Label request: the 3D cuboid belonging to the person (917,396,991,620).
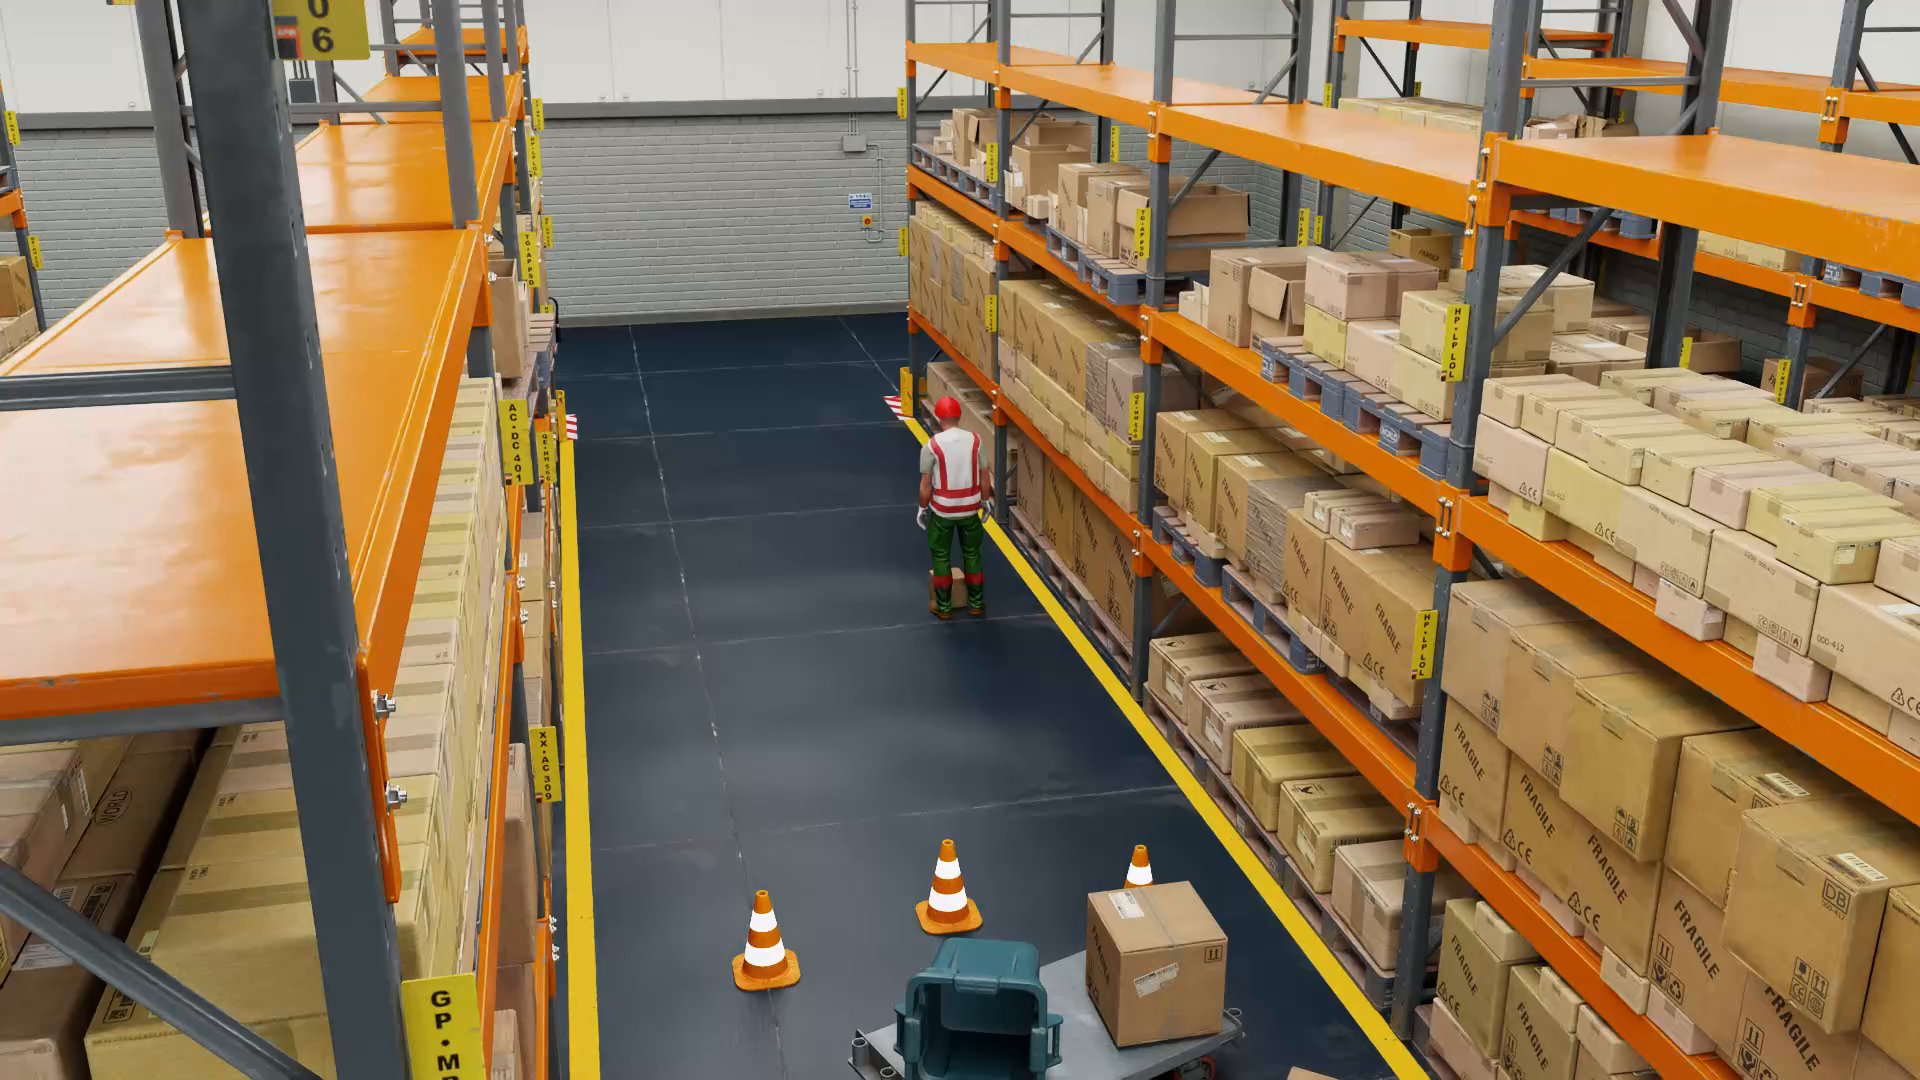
[{"bbox_3d":[-0.049,-0.251,13.083,0.609,1.777,0.453,-6,20,-15],"label":"person"}]
